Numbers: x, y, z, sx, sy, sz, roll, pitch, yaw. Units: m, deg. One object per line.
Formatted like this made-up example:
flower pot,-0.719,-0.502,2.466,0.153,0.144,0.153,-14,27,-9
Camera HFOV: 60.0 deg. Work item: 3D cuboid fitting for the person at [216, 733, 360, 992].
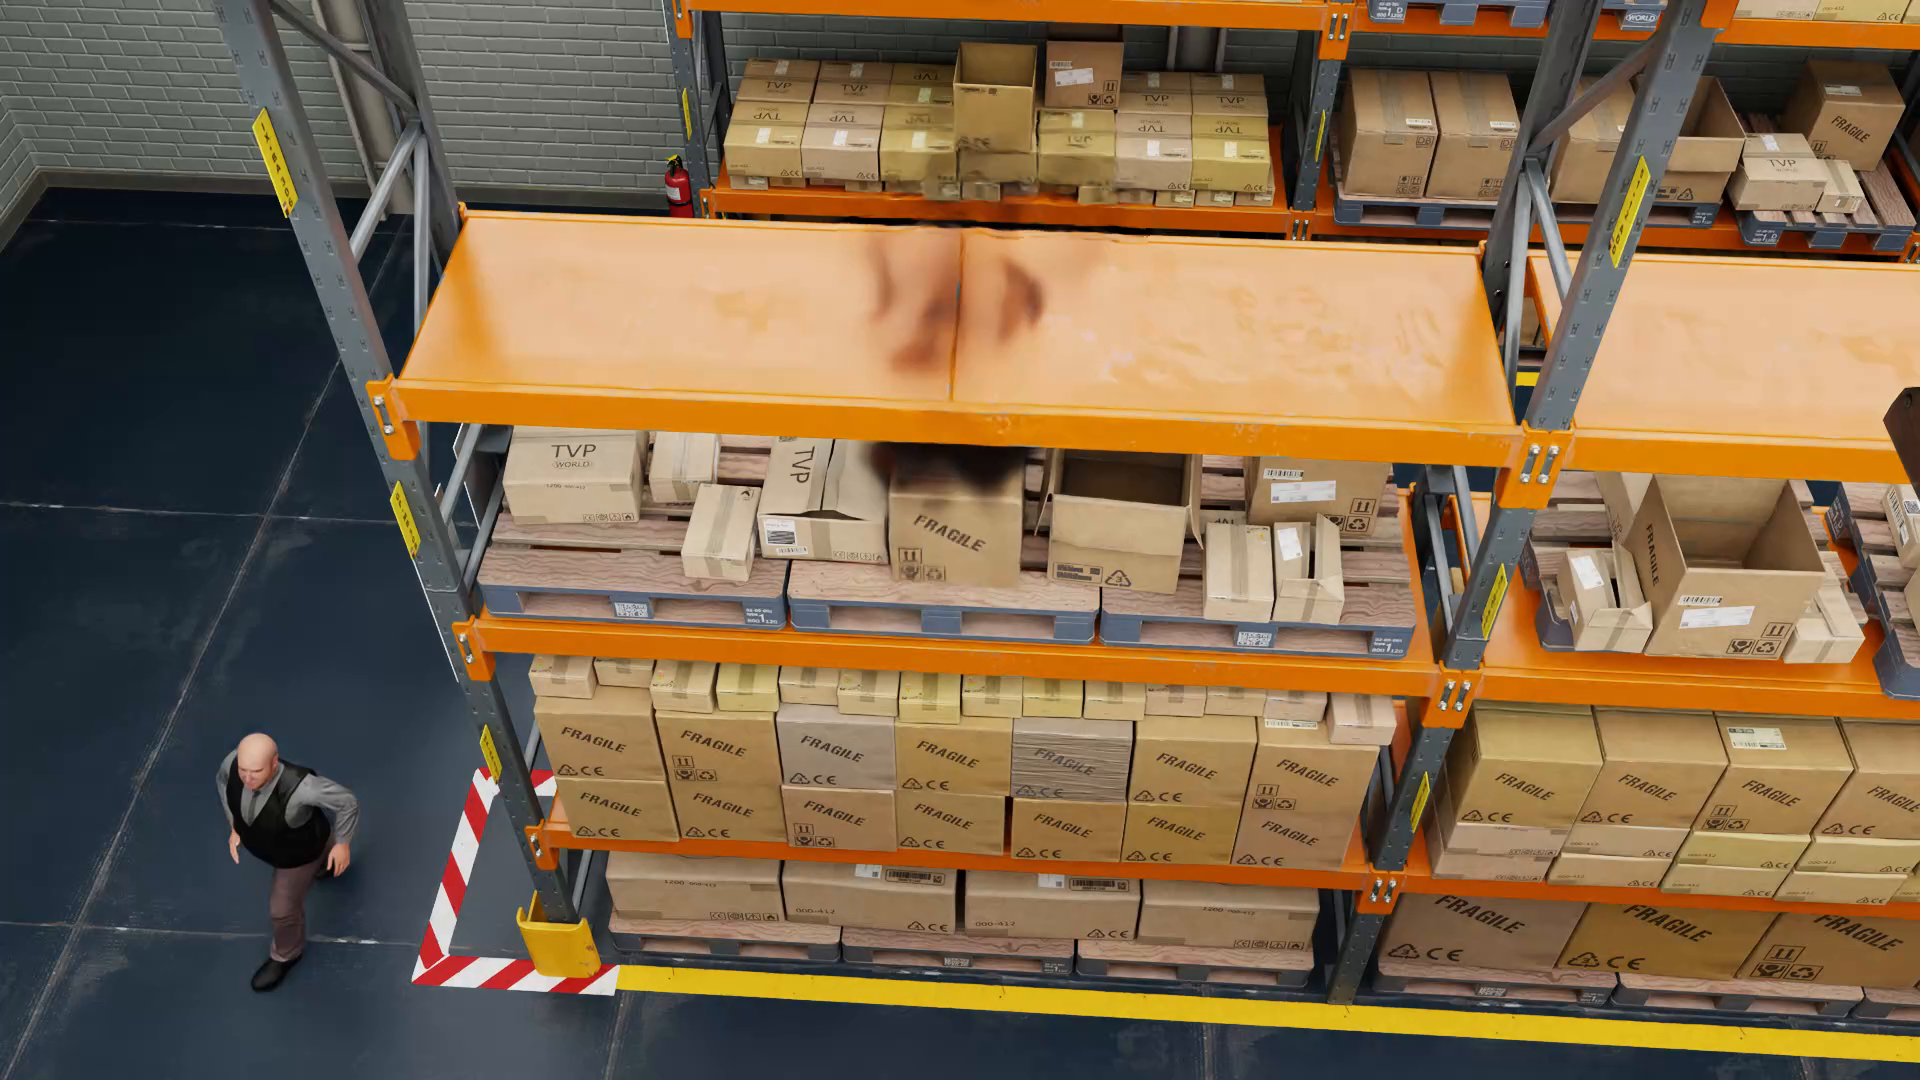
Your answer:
person,-3.308,1.513,8.195,0.710,1.693,0.916,20,51,17
